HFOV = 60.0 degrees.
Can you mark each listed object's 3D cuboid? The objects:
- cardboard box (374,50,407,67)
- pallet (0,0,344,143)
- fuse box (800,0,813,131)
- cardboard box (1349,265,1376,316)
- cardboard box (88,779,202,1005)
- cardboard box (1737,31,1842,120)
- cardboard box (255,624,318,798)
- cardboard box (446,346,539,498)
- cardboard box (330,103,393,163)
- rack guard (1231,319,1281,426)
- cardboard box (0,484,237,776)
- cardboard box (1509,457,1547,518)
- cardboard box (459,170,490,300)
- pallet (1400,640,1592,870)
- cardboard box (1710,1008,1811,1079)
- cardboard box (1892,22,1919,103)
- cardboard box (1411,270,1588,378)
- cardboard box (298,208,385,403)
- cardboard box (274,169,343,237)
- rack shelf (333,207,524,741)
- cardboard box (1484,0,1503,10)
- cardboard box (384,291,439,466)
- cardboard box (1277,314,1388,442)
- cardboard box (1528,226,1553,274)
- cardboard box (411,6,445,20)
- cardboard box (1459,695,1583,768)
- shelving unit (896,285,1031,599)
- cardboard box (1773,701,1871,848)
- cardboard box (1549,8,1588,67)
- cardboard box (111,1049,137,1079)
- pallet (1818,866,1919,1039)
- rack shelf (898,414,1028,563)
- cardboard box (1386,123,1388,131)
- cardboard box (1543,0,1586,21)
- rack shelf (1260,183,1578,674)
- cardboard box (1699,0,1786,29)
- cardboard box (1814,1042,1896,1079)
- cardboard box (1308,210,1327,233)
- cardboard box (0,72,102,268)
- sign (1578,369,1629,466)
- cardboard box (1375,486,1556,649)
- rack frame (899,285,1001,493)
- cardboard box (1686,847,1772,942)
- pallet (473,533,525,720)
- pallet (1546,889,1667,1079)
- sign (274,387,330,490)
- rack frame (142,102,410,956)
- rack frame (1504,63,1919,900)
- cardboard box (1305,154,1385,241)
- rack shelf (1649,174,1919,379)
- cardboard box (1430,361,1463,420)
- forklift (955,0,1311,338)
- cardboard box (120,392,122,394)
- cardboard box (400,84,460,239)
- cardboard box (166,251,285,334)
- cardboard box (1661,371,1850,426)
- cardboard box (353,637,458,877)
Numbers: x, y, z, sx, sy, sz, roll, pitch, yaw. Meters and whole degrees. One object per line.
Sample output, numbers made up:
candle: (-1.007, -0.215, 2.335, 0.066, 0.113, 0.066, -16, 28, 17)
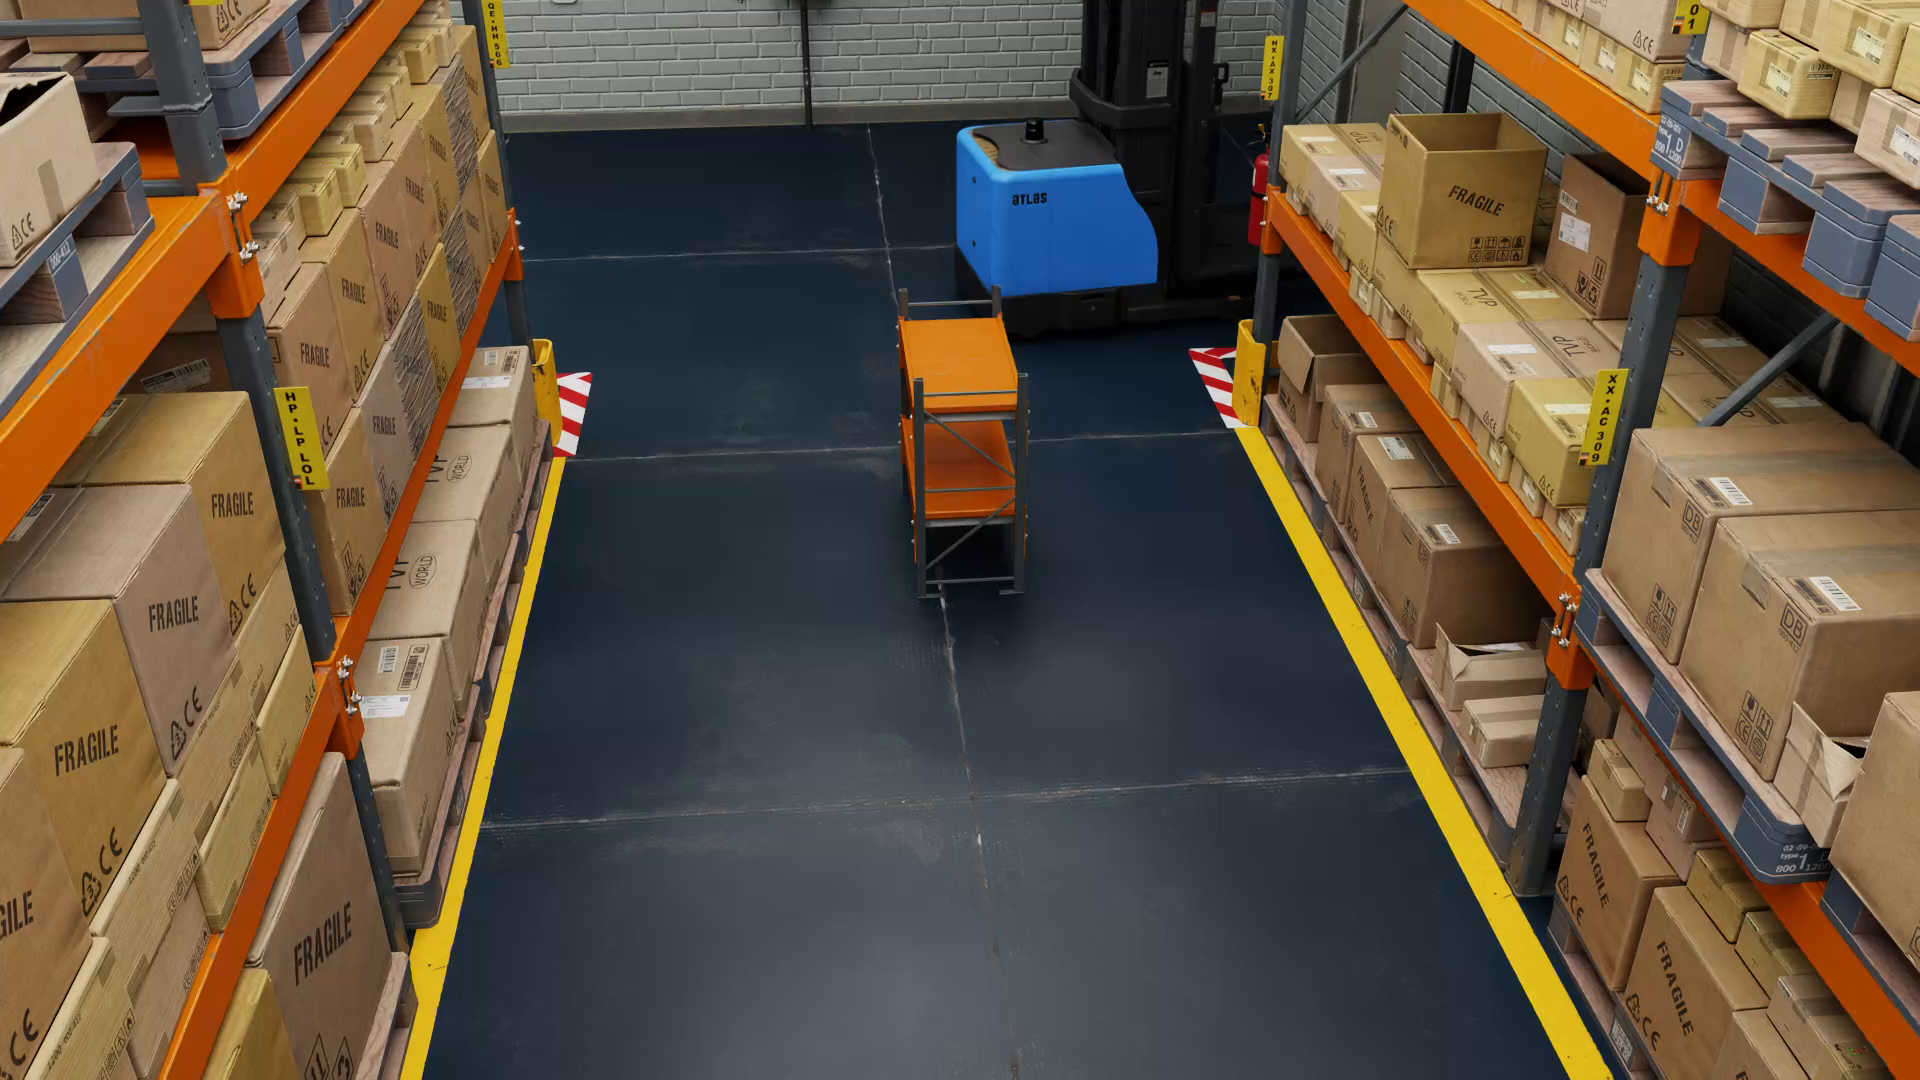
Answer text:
cardboard box: (-2.472, -1.889, 6.783, 0.380, 0.149, 0.250, -3, 31, -5)
pallet: (-2.489, -1.462, 4.933, 1.003, 0.211, 1.213, -3, 31, -5)
fuse box: (-1.242, -4.187, 13.590, 0.539, 1.711, 0.414, -3, 31, -5)
cardboard box: (1.973, -1.127, 7.456, 0.380, 0.149, 0.250, -4, 31, -6)
cardboard box: (-2.032, 0.789, 3.663, 0.500, 0.250, 0.500, -2, 31, -3)
cardboard box: (2.140, -1.131, 4.031, 0.380, 0.149, 0.250, -2, 31, -4)
cardboard box: (-2.131, 0.488, 4.655, 0.500, 0.250, 0.500, -3, 31, -6)
cardboard box: (-2.636, -0.584, 8.392, 0.875, 0.438, 0.875, -4, 31, -6)
cardboard box: (-2.318, -1.496, 6.125, 0.380, 0.149, 0.250, -3, 31, -4)
rack guard: (2.152, -0.964, 9.376, 1.175, 0.500, 0.348, -3, 31, -5)
cardboard box: (-2.076, 0.214, 3.894, 0.500, 0.500, 0.500, -2, 31, -4)
cardboard box: (2.191, -0.208, 5.918, 0.380, 0.149, 0.250, -2, 31, -3)
cardboard box: (-2.457, -1.388, 7.551, 0.500, 0.500, 0.500, -3, 31, -6)
pallet: (2.455, 0.813, 6.683, 1.003, 0.211, 1.213, -3, 31, -5)
cardboard box: (2.441, 1.644, 4.601, 0.500, 0.500, 0.500, -4, 31, -6)
cardboard box: (2.237, -0.996, 3.515, 0.380, 0.149, 0.250, -3, 31, -5)
cardboard box: (2.133, -0.855, 6.613, 0.500, 0.250, 0.500, -3, 31, -5)
cardboard box: (-2.268, -0.779, 5.556, 0.500, 0.500, 0.500, -3, 31, -5)
cardboard box: (-2.263, -1.106, 5.472, 0.380, 0.149, 0.250, -3, 31, -5)
rack shelf: (-2.610, -0.506, 6.873, 1.077, 0.370, 4.000, -3, 31, -5)
cardboard box: (2.110, -2.037, 6.055, 0.380, 0.149, 0.250, -2, 31, -4)
cardboard box: (-2.290, -0.600, 6.232, 0.500, 0.500, 0.500, -3, 31, -4)
cardboard box: (2.107, -0.867, 8.802, 0.797, 0.503, 0.637, -4, 31, -7)
cardboard box: (2.589, -1.133, 7.079, 0.500, 0.250, 0.500, -3, 31, -5)
cardboard box: (-2.517, -2.284, 7.444, 0.380, 0.149, 0.250, -2, 31, -4)
cardboard box: (2.174, 0.740, 6.457, 0.380, 0.149, 0.250, -4, 31, -6)
shelving unit: (-0.001, -0.486, 7.967, 0.538, 1.125, 1.048, -3, 31, -5)
cardboard box: (2.266, 0.572, 4.089, 0.396, 0.266, 0.258, -1, 31, -2)
cardboard box: (2.154, -1.645, 5.399, 0.380, 0.149, 0.250, -2, 31, -3)
cardboard box: (-2.003, 1.270, 3.345, 0.500, 0.250, 0.500, -3, 31, -5)
pallet: (2.706, 1.099, 3.673, 1.003, 0.211, 1.213, -3, 31, -5)
rack shelf: (-0.001, -0.276, 8.093, 0.538, 0.278, 1.000, -3, 31, -5)
cardboard box: (2.452, -1.917, 8.390, 0.500, 0.250, 0.500, -2, 31, -3)
cardboard box: (2.165, -1.884, 5.409, 0.500, 0.250, 0.500, -4, 31, -6)
rack shelf: (2.331, -0.746, 7.275, 1.077, 0.370, 4.000, -3, 31, -5)
cardboard box: (2.109, -1.391, 4.176, 0.380, 0.149, 0.250, -2, 31, -3)
cardboard box: (2.471, 1.441, 4.309, 0.380, 0.149, 0.250, -2, 31, -3)
cardboard box: (1.972, -1.659, 8.347, 0.380, 0.149, 0.250, -2, 31, -3)
cardboard box: (-2.132, -0.784, 3.389, 0.500, 0.311, 0.500, -3, 31, -5)
sign: (1.979, -0.375, 5.109, 0.100, 0.325, 0.005, -3, 31, -5)
cardboard box: (2.245, 0.102, 7.182, 0.700, 0.500, 0.500, -4, 31, -6)
rack frame: (-0.048, -0.746, 8.402, 0.500, 1.125, 0.032, -3, 31, -5)
cardboard box: (2.425, 1.045, 4.971, 0.380, 0.149, 0.250, -4, 31, -7)
pallet: (-2.534, 0.387, 7.396, 1.003, 0.211, 1.213, -3, 31, -5)
pallet: (2.632, 1.577, 5.404, 1.003, 0.211, 1.213, -3, 31, -5)
sign: (-1.884, -0.288, 4.755, 0.100, 0.325, 0.005, -3, 31, -5)
rack frame: (-2.423, 0.206, 4.979, 1.000, 3.000, 0.127, -3, 31, -5)
rack frame: (2.518, -0.033, 5.381, 1.000, 3.000, 0.127, -3, 31, -5)
cardboard box: (1.966, -1.637, 7.922, 0.500, 0.250, 0.500, -2, 31, -4)
rack shelf: (2.705, 0.009, 3.086, 1.077, 0.370, 4.000, -3, 31, -5)
cardboard box: (2.093, -0.604, 6.581, 0.380, 0.149, 0.250, -3, 31, -5)
forklift: (1.542, -2.896, 10.241, 3.031, 2.935, 1.130, -7, 32, -12)
cardboard box: (-2.742, -0.493, 5.078, 0.500, 0.500, 0.500, -3, 31, -5)
cardboard box: (-2.394, -1.555, 6.856, 0.500, 0.500, 0.500, -3, 31, -5)
cardboard box: (-2.195, -0.718, 4.822, 0.380, 0.149, 0.250, -3, 31, -5)
cardboard box: (2.741, -0.362, 5.788, 0.500, 0.250, 0.500, -3, 31, -5)
cardboard box: (-2.375, 0.800, 6.074, 0.875, 0.438, 0.875, -3, 31, -5)
